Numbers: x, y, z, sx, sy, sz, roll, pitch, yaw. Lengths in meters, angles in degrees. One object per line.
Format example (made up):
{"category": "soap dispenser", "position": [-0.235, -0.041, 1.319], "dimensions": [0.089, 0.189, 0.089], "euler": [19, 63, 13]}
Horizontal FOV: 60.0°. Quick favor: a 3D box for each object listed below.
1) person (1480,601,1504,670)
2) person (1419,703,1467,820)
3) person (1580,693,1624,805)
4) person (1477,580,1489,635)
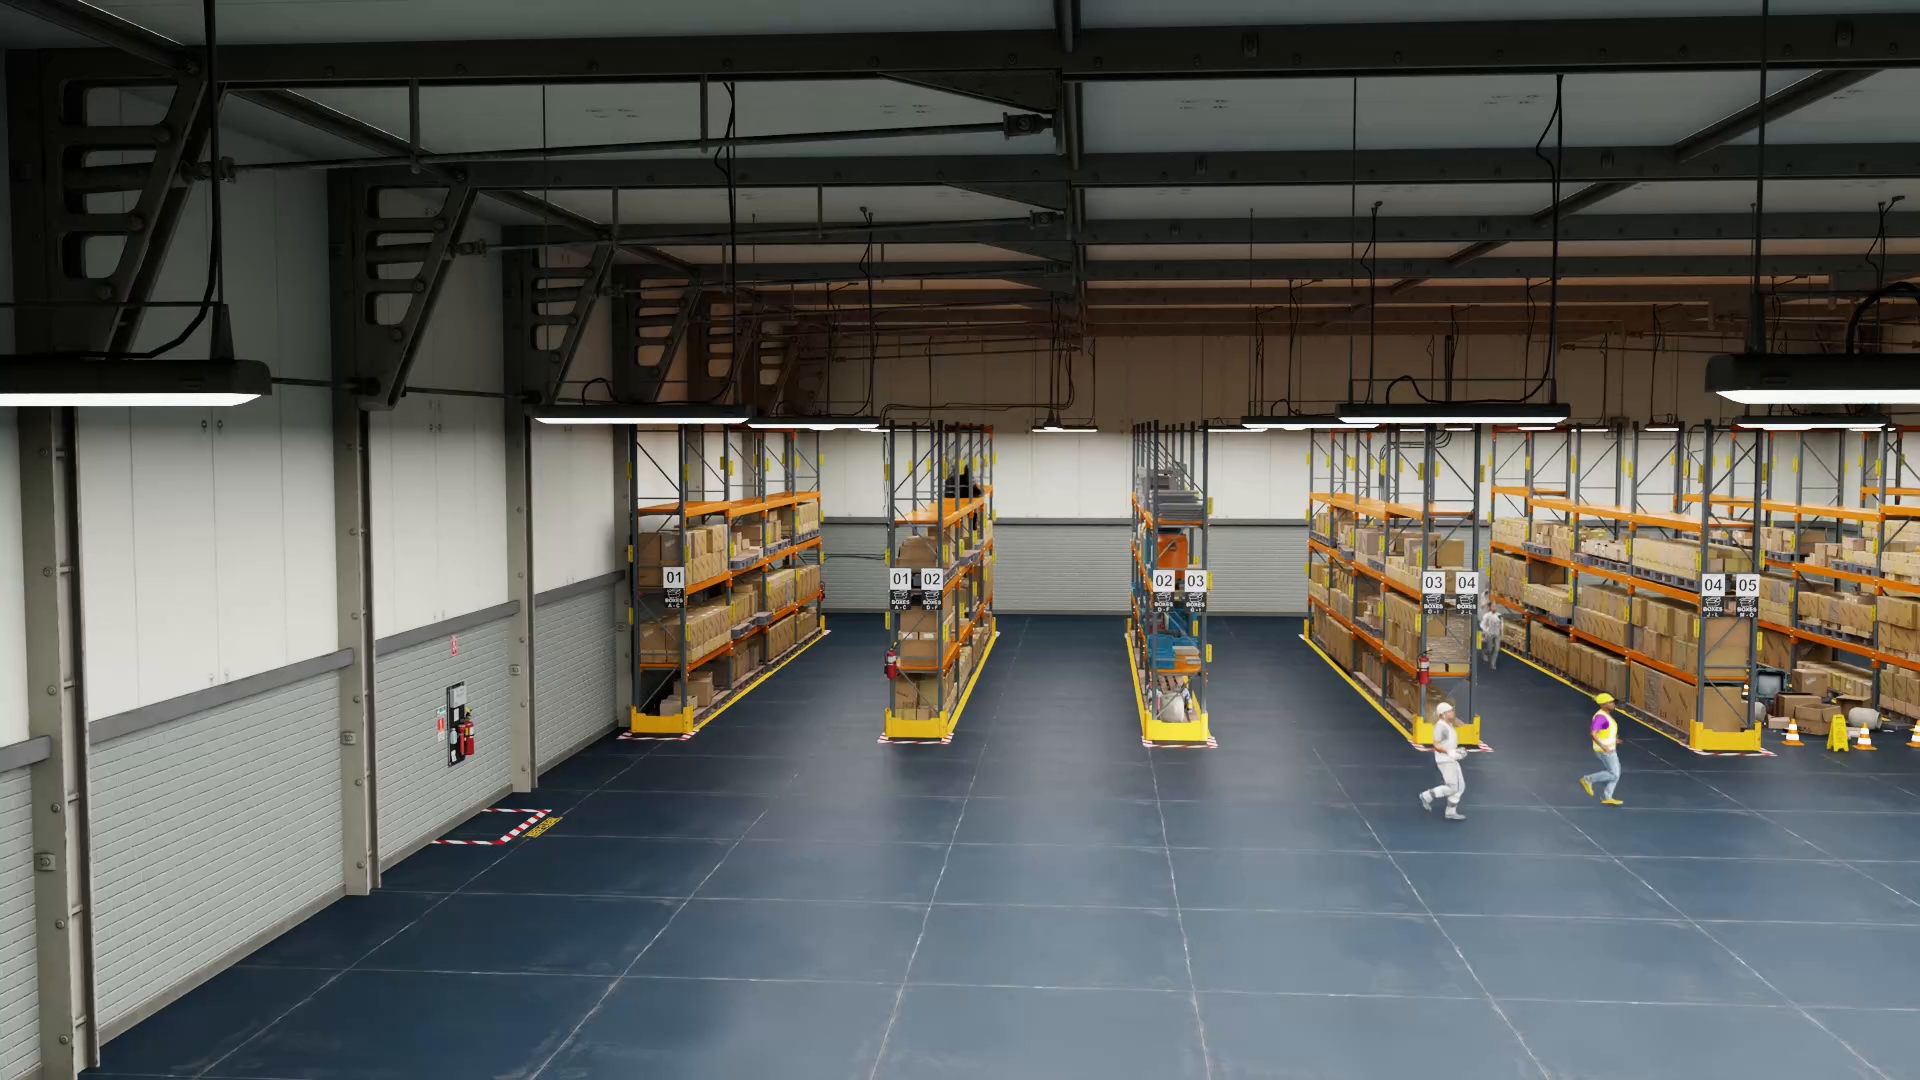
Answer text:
{"category": "person", "position": [13.051, 2.319, 40.727], "dimensions": [0.615, 1.667, 0.729], "euler": [0, 4, -1]}
{"category": "person", "position": [7.193, 3.256, 24.760], "dimensions": [0.640, 1.683, 0.657], "euler": [2, 4, 28]}
{"category": "person", "position": [9.958, 3.231, 25.763], "dimensions": [0.618, 1.724, 0.718], "euler": [2, 4, 27]}
{"category": "person", "position": [15.067, 1.932, 47.438], "dimensions": [0.534, 1.605, 0.638], "euler": [0, 4, -5]}
